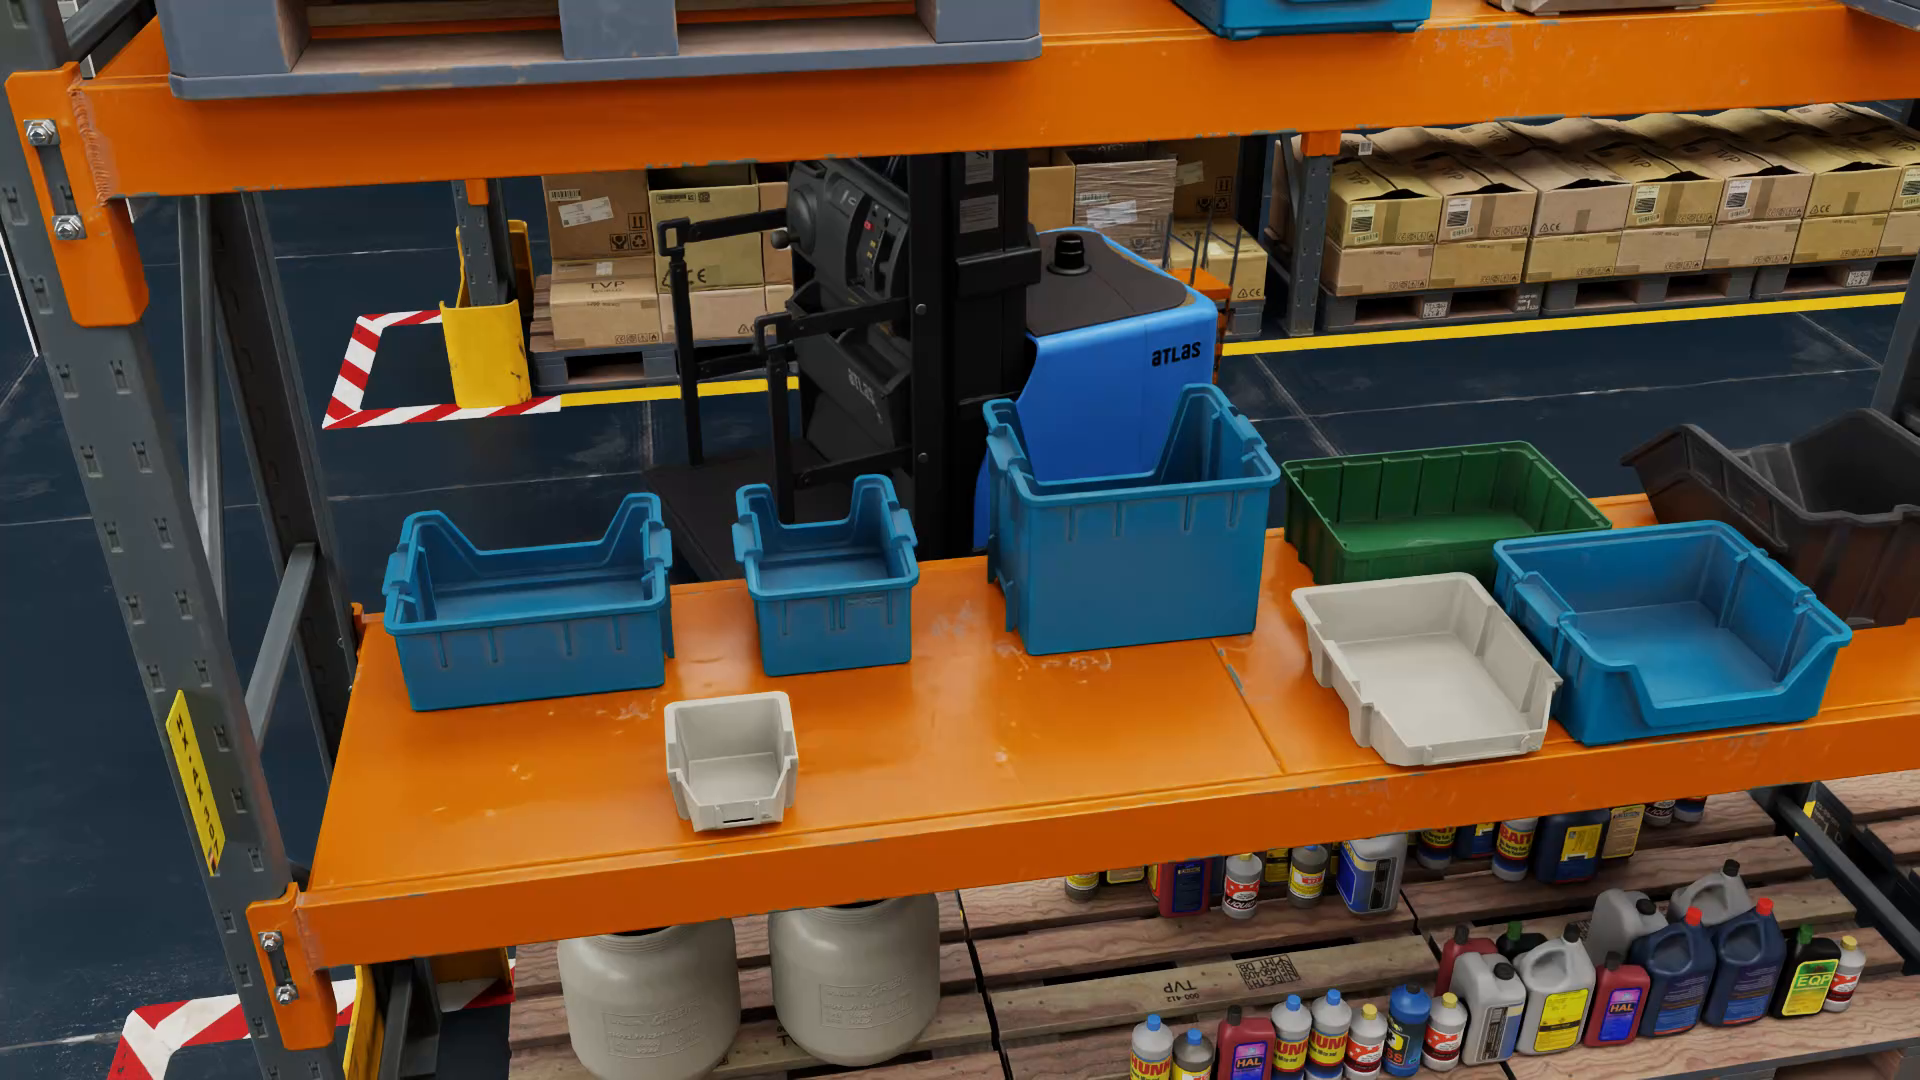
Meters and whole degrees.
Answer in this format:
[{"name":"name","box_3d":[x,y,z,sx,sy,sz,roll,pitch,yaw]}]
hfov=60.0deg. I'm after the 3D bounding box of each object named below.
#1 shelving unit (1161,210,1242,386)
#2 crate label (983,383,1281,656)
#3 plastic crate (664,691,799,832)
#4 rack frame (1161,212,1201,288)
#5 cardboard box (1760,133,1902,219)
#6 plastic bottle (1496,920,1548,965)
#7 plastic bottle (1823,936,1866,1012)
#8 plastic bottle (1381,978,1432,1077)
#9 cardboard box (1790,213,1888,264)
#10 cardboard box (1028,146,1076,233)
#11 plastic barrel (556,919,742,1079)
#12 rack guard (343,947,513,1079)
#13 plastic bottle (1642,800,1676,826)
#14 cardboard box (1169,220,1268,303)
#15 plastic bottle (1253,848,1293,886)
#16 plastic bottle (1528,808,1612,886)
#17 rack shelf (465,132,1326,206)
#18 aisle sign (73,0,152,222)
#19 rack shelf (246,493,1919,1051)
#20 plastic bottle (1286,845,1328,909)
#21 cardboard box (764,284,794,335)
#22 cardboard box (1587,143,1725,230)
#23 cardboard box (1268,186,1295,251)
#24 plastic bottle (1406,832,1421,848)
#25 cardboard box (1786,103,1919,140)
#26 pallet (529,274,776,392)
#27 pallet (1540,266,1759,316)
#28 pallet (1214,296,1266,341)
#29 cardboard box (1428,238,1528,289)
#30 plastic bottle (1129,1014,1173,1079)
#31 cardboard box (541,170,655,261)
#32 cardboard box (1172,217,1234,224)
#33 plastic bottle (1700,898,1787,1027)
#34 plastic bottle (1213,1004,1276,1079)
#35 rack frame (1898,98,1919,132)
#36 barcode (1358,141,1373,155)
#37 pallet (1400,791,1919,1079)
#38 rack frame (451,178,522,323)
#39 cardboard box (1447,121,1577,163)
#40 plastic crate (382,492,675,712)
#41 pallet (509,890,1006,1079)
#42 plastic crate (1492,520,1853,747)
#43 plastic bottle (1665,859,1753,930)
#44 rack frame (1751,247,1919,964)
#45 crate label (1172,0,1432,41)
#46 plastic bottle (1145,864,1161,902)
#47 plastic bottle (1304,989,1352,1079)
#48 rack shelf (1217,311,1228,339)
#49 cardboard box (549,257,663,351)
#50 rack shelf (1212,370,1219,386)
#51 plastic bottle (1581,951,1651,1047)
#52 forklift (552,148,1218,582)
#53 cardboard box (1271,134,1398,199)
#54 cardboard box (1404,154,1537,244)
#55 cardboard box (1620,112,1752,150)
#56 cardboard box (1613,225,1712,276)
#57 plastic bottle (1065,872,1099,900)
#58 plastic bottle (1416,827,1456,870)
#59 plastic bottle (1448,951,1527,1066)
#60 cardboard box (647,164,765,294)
[{"name":"shelving unit","box_3d":[0.914,-0.723,6.783,0.189,1.200,0.258,-8,31,-22]},{"name":"crate label","box_3d":[0.375,-0.060,3.858,0.616,0.435,0.502,-5,31,-9]},{"name":"plastic crate","box_3d":[-0.448,0.451,3.285,0.250,0.136,0.298,-5,31,-9]},{"name":"rack frame","box_3d":[0.830,-0.711,6.749,0.006,1.200,0.240,-8,31,-22]},{"name":"cardboard box","box_3d":[4.613,-1.958,8.866,0.500,0.311,0.500,-6,31,-10]},{"name":"plastic bottle","box_3d":[1.416,1.075,4.208,0.133,0.283,0.061,-5,31,-9]},{"name":"plastic bottle","box_3d":[2.247,1.098,4.250,0.097,0.201,0.097,0,30,0]},{"name":"plastic bottle","box_3d":[1.088,1.176,4.049,0.097,0.271,0.097,0,30,0]},{"name":"cardboard box","box_3d":[4.614,-1.719,9.013,0.500,0.250,0.500,-6,31,-10]},{"name":"cardboard box","box_3d":[0.258,-1.657,8.168,0.500,0.500,0.500,-5,31,-9]},{"name":"plastic barrel","box_3d":[-0.753,1.051,4.043,0.421,0.512,0.421,0,30,0]},{"name":"rack guard","box_3d":[-1.320,1.305,4.037,0.348,0.500,1.175,-5,31,-9]},{"name":"plastic bottle","box_3d":[2.056,0.729,4.877,0.097,0.201,0.097,0,30,0]},{"name":"cardboard box","box_3d":[1.243,-1.421,8.507,0.500,0.250,0.500,-5,31,-9]},{"name":"plastic bottle","box_3d":[0.893,0.785,4.635,0.185,0.351,0.144,-4,31,-7]},{"name":"plastic bottle","box_3d":[1.705,0.784,4.637,0.185,0.351,0.144,-5,31,-9]},{"name":"rack shelf","box_3d":[-0.308,-2.084,8.045,4.000,0.370,1.077,-5,31,-9]},{"name":"aisle sign","box_3d":[-1.511,-1.004,2.933,0.004,0.787,0.394,-5,31,-9]},{"name":"rack shelf","box_3d":[0.581,0.386,3.845,4.000,0.370,1.077,-5,31,-9]},{"name":"plastic bottle","box_3d":[0.957,0.906,4.577,0.097,0.201,0.097,0,30,0]},{"name":"cardboard box","box_3d":[-0.724,-1.239,8.195,0.500,0.250,0.500,-5,31,-9]},{"name":"cardboard box","box_3d":[3.623,-1.869,8.714,0.500,0.311,0.500,-4,31,-8]},{"name":"cardboard box","box_3d":[2.015,-1.755,9.074,0.500,0.250,0.500,-6,31,-9]},{"name":"plastic bottle","box_3d":[1.324,0.753,4.757,0.133,0.283,0.061,-4,31,-7]},{"name":"cardboard box","box_3d":[5.026,-2.278,9.410,0.500,0.311,0.500,-4,31,-7]},{"name":"pallet","box_3d":[-1.530,-1.101,8.413,1.213,0.211,1.003,-5,31,-9]},{"name":"pallet","box_3d":[3.580,-1.575,9.220,1.213,0.211,1.003,-5,31,-9]},{"name":"pallet","box_3d":[0.870,-1.323,8.792,1.213,0.211,1.003,-5,31,-9]},{"name":"cardboard box","box_3d":[2.604,-1.532,8.695,0.500,0.250,0.500,-5,31,-8]},{"name":"plastic bottle","box_3d":[0.453,1.234,3.949,0.097,0.271,0.097,0,30,0]},{"name":"cardboard box","box_3d":[-1.801,-1.728,8.288,0.500,0.500,0.500,-5,31,-9]},{"name":"cardboard box","box_3d":[1.149,-1.682,8.949,0.500,0.250,0.500,-5,31,-9]},{"name":"plastic bottle","box_3d":[1.966,1.048,4.188,0.185,0.351,0.144,-6,31,-10]},{"name":"plastic bottle","box_3d":[0.679,1.218,3.966,0.133,0.283,0.061,-5,31,-8]},{"name":"rack frame","box_3d":[5.594,-2.942,8.794,0.127,3.000,1.000,-5,31,-9]},{"name":"barcode","box_3d":[1.985,-1.919,8.139,0.075,0.075,0.001,-5,31,-9]},{"name":"pallet","box_3d":[1.880,1.136,4.611,1.213,0.211,1.003,-5,31,-9]},{"name":"rack frame","box_3d":[-2.275,-2.212,7.552,0.127,3.000,1.000,-5,31,-9]},{"name":"cardboard box","box_3d":[3.008,-2.089,9.089,0.500,0.311,0.500,-5,31,-9]},{"name":"plastic crate","box_3d":[-0.948,0.127,3.721,0.616,0.251,0.499,-5,31,-9]},{"name":"pallet","box_3d":[-0.520,1.358,4.232,1.213,0.211,1.003,-5,31,-9]},{"name":"plastic crate","box_3d":[1.508,0.193,3.608,0.616,0.251,0.499,-5,31,-9]},{"name":"plastic bottle","box_3d":[1.940,0.976,4.310,0.185,0.351,0.144,-5,31,-9]},{"name":"rack frame","box_3d":[2.548,-0.107,3.973,0.127,3.000,1.000,-5,31,-9]},{"name":"crate label","box_3d":[0.514,-0.977,2.639,0.408,0.251,0.502,-5,31,-9]},{"name":"plastic bottle","box_3d":[0.594,0.847,4.603,0.135,0.276,0.152,-5,31,-9]},{"name":"plastic bottle","box_3d":[0.889,1.194,4.018,0.097,0.271,0.097,0,30,0]},{"name":"rack shelf","box_3d":[0.929,-0.894,6.690,0.180,0.103,0.258,-8,31,-22]},{"name":"cardboard box","box_3d":[-1.708,-1.146,8.037,0.500,0.250,0.500,-5,31,-9]},{"name":"rack shelf","box_3d":[0.911,-0.684,6.805,0.180,0.103,0.258,-8,31,-22]},{"name":"plastic bottle","box_3d":[1.625,1.130,4.115,0.133,0.283,0.061,-3,31,-6]},{"name":"forklift","box_3d":[-0.581,-1.090,5.713,3.031,2.935,1.130,-14,33,-23]},{"name":"cardboard box","box_3d":[2.006,-1.994,8.928,0.500,0.311,0.500,-5,31,-9]},{"name":"cardboard box","box_3d":[2.604,-1.771,8.548,0.500,0.311,0.500,-6,31,-10]},{"name":"cardboard box","box_3d":[4.009,-2.181,9.244,0.500,0.311,0.500,-6,31,-10]},{"name":"cardboard box","box_3d":[3.613,-1.627,8.856,0.500,0.250,0.500,-5,31,-8]},{"name":"plastic bottle","box_3d":[0.341,0.889,4.606,0.097,0.201,0.097,0,30,0]},{"name":"plastic bottle","box_3d":[1.356,0.796,4.695,0.097,0.271,0.097,0,30,0]},{"name":"plastic bottle","box_3d":[1.299,1.140,4.105,0.135,0.276,0.152,-5,31,-8]},{"name":"cardboard box","box_3d":[-1.216,-1.515,7.927,0.500,0.500,0.500,-5,31,-9]}]
